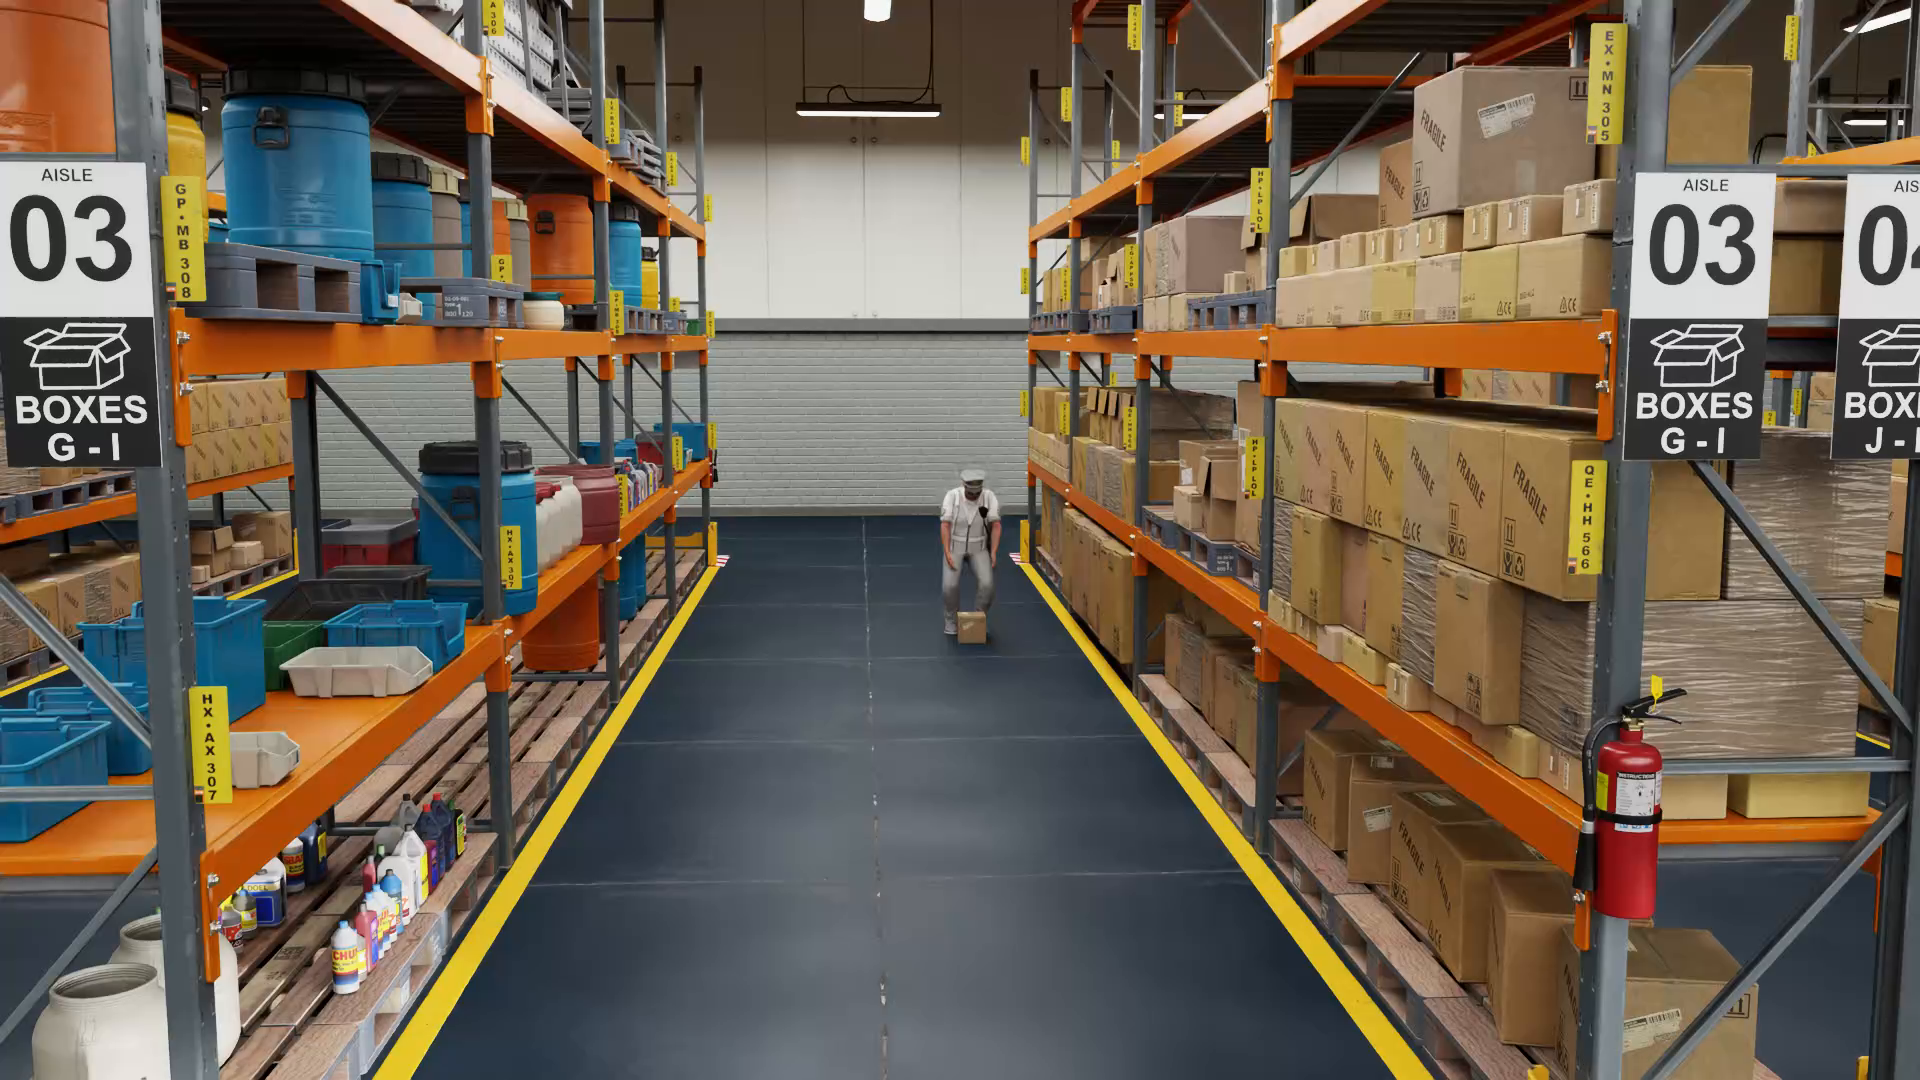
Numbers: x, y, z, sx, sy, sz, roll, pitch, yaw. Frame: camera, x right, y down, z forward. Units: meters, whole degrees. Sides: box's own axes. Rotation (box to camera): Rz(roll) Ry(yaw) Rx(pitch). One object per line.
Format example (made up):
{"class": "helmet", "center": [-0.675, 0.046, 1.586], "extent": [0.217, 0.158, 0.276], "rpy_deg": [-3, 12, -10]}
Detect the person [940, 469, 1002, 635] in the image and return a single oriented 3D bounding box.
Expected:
{"class": "person", "center": [0.101, 0.105, 15.648], "extent": [0.584, 1.572, 0.682], "rpy_deg": [0, 7, -4]}
